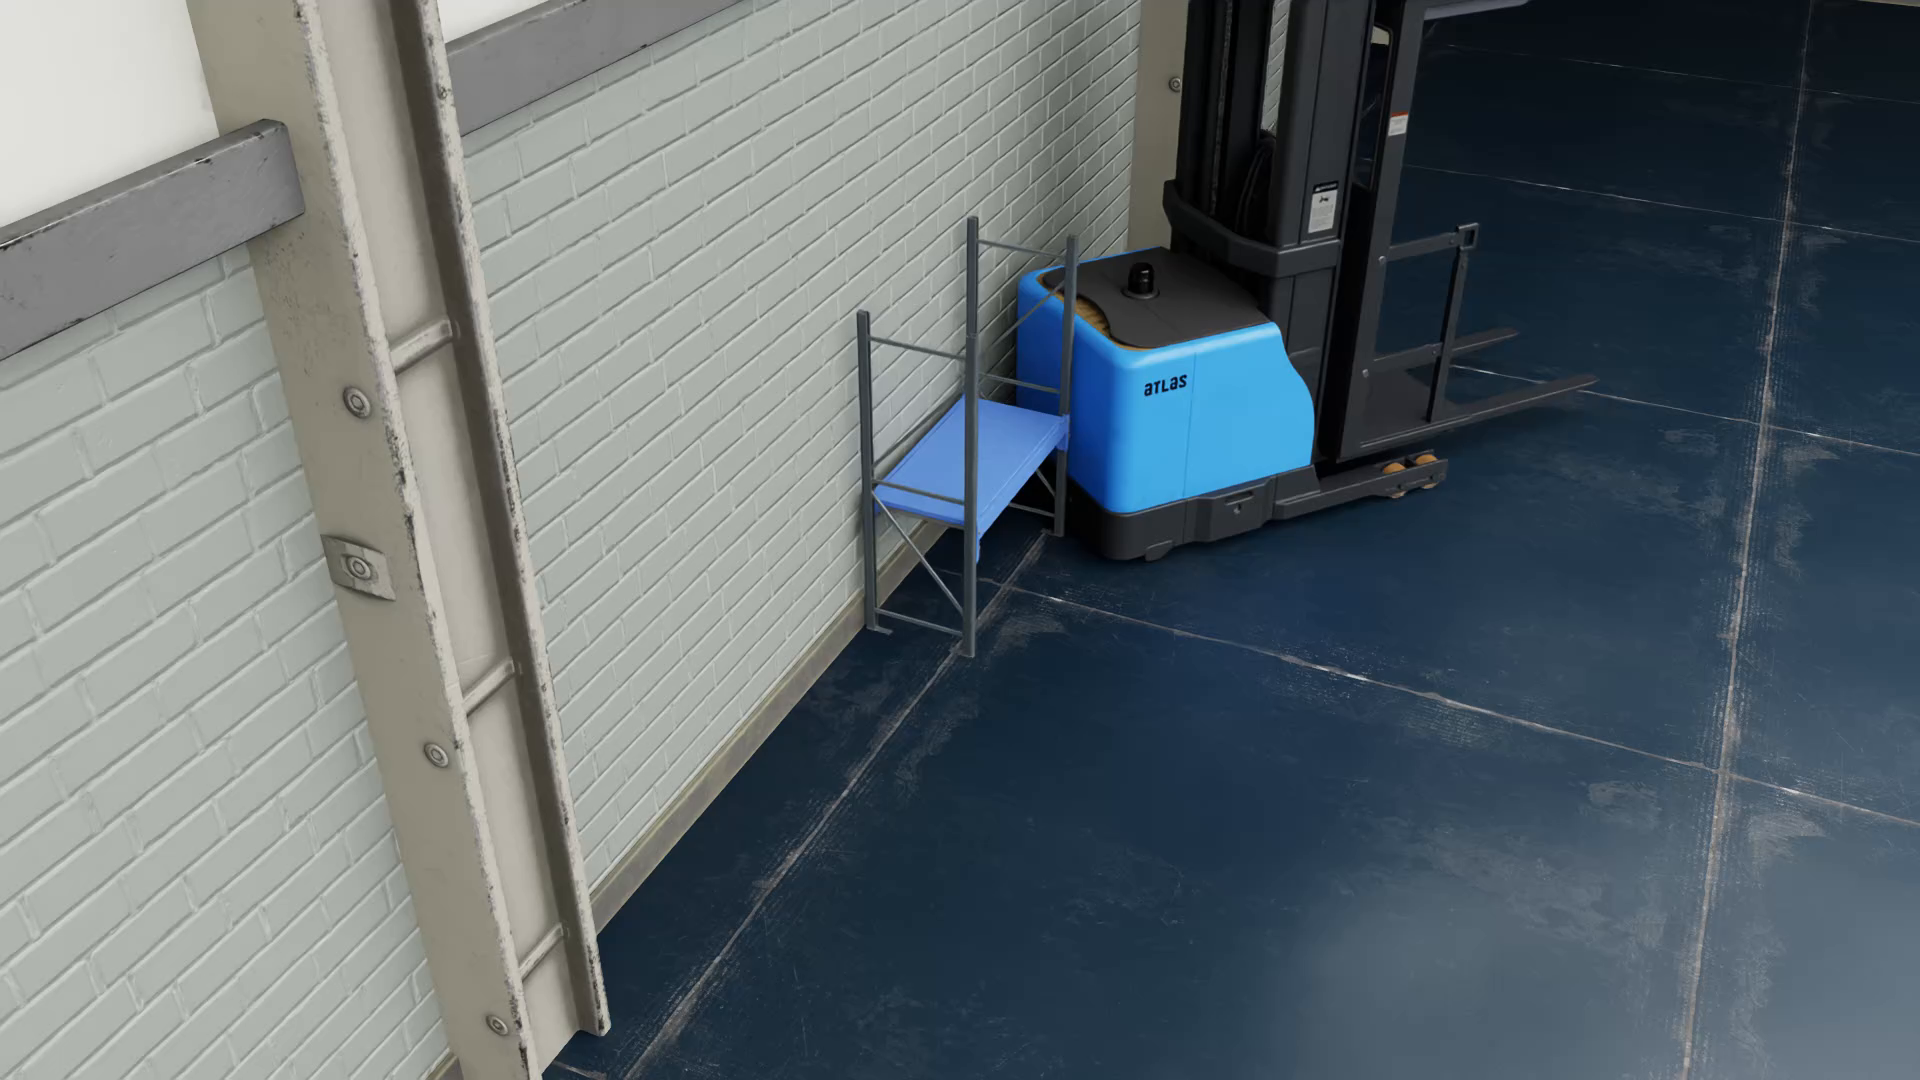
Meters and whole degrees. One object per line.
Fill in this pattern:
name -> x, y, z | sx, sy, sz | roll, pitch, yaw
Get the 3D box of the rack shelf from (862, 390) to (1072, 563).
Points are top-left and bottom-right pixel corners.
rack shelf -> 0.046, -0.295, 7.151 | 0.538, 0.185, 1.000 | 15, 36, 20

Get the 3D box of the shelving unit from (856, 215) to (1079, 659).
shelving unit -> 0.047, -0.444, 7.051 | 0.538, 1.500, 1.048 | 15, 36, 20

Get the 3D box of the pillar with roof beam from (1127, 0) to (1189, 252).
pillar with roof beam -> 5.077, -4.137, 5.853 | 9.100, 9.000, 0.400 | 14, 36, 20

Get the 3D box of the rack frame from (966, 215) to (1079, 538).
rack frame -> 0.259, -0.700, 7.436 | 0.500, 1.500, 0.032 | 15, 36, 20

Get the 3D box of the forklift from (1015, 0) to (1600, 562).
forklift -> 1.809, -1.674, 7.631 | 3.031, 2.935, 1.130 | -15, 36, -21

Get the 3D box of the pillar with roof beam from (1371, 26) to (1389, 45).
pillar with roof beam -> 7.587, -7.125, 10.410 | 9.100, 9.000, 0.400 | 14, 36, 20

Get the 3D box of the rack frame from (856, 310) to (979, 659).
rack frame -> -0.165, -0.189, 6.666 | 0.500, 1.500, 0.032 | 15, 36, 20

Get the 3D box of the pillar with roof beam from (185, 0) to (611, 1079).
pillar with roof beam -> 2.567, -1.149, 1.295 | 9.100, 9.000, 0.400 | 14, 36, 20
